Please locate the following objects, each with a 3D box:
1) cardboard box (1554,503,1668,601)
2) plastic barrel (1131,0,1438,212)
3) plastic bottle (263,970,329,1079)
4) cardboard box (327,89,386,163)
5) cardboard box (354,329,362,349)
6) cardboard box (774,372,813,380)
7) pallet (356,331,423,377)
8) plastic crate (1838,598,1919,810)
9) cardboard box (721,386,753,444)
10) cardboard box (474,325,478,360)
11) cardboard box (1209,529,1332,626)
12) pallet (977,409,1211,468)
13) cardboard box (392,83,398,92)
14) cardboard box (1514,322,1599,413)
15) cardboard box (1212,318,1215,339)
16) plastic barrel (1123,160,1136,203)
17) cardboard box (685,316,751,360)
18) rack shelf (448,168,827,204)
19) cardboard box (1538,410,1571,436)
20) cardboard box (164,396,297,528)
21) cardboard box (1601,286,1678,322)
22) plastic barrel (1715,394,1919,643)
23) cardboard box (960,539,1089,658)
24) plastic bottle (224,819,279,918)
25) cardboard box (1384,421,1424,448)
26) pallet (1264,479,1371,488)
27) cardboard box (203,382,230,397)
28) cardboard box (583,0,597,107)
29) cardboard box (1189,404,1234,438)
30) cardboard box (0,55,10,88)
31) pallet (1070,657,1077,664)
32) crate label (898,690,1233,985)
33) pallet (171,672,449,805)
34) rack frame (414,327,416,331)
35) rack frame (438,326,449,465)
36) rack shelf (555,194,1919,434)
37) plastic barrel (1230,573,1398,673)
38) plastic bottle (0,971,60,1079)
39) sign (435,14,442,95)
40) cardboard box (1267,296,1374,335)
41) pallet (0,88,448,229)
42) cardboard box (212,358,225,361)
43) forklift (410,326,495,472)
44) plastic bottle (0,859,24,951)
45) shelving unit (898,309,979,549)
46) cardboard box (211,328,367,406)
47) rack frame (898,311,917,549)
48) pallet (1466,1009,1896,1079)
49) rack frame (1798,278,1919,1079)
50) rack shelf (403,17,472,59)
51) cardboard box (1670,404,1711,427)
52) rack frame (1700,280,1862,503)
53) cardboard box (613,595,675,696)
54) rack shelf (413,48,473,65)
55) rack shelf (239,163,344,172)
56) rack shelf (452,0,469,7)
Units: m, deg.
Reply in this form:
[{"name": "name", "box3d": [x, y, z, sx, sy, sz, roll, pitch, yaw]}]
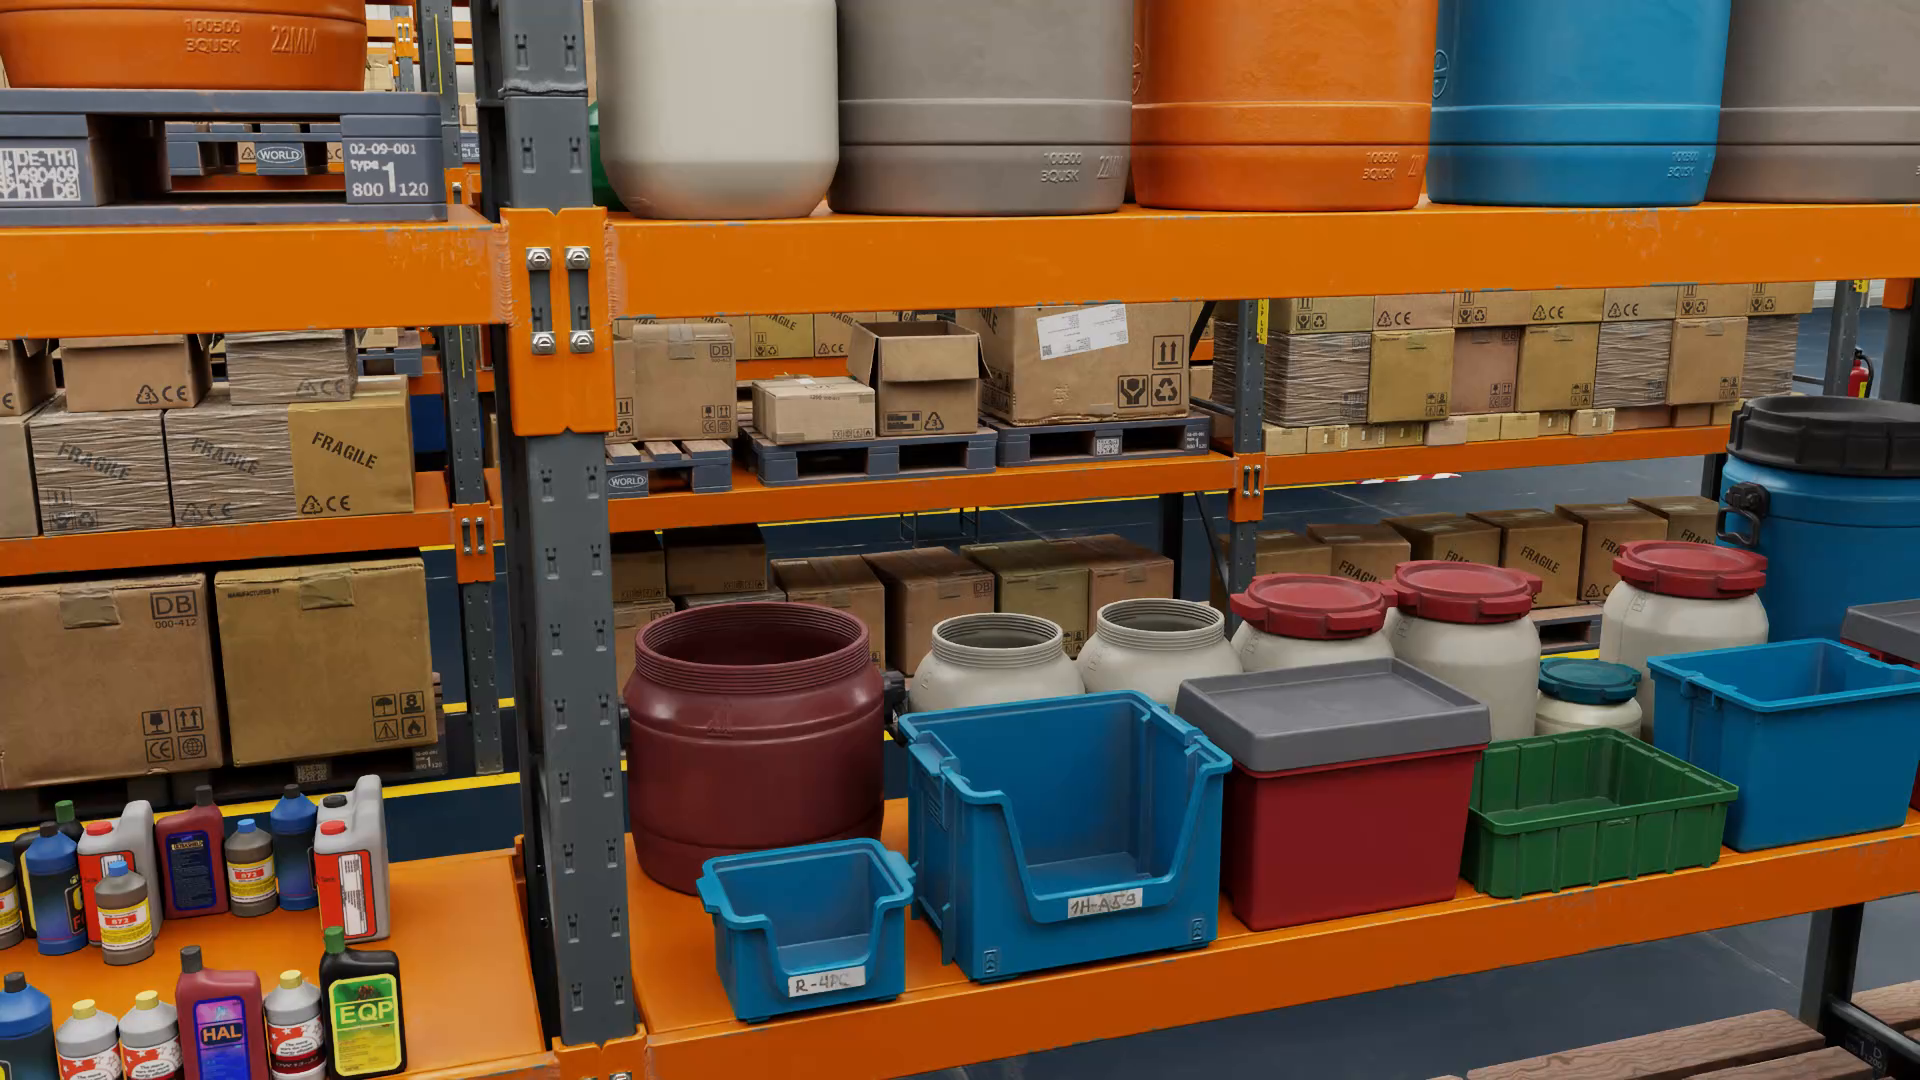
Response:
[{"name": "cardboard box", "box3d": [4.031, 0.069, 10.365, 0.500, 0.500, 0.500, -1, 13, -3]}, {"name": "plastic barrel", "box3d": [0.649, -1.090, 3.332, 0.708, 0.830, 0.600, -4, 14, -18]}, {"name": "plastic bottle", "box3d": [-1.181, 0.864, 2.956, 0.097, 0.201, 0.097, 0, 13, 0]}, {"name": "cardboard box", "box3d": [-4.345, -2.952, 11.872, 0.500, 0.500, 0.500, -4, 14, -18]}, {"name": "cardboard box", "box3d": [-4.441, -1.469, 11.971, 0.250, 0.149, 0.380, -4, 14, -18]}, {"name": "cardboard box", "box3d": [-0.904, -0.768, 8.771, 0.258, 0.266, 0.396, -5, 14, -20]}, {"name": "pallet", "box3d": [-4.526, -1.373, 12.345, 1.003, 0.211, 1.213, -4, 14, -18]}, {"name": "plastic crate", "box3d": [2.611, 0.416, 4.272, 0.583, 0.464, 0.402, -4, 14, -18]}, {"name": "cardboard box", "box3d": [-1.569, -0.811, 13.524, 0.750, 0.750, 1.050, -4, 14, -18]}, {"name": "cardboard box", "box3d": [-3.543, -1.683, 13.018, 0.500, 0.500, 0.500, -4, 14, -18]}, {"name": "cardboard box", "box3d": [1.785, 0.249, 9.607, 0.500, 0.500, 0.500, -5, 14, -20]}, {"name": "pallet", "box3d": [0.622, -0.624, 9.198, 1.213, 0.211, 1.003, -4, 14, -18]}, {"name": "cardboard box", "box3d": [-5.868, -4.273, 16.512, 0.637, 0.503, 0.797, -5, 14, -22]}, {"name": "cardboard box", "box3d": [3.253, -1.071, 9.803, 0.500, 0.500, 0.875, -4, 14, -18]}, {"name": "cardboard box", "box3d": [2.275, -2.109, 14.702, 0.550, 0.550, 0.875, -4, 14, -18]}, {"name": "plastic barrel", "box3d": [0.312, -0.897, 3.750, 0.301, 0.262, 0.301, 0, 13, 0]}, {"name": "cardboard box", "box3d": [-1.941, -1.676, 12.990, 0.500, 0.500, 0.500, -5, 14, -19]}, {"name": "rack shelf", "box3d": [-0.503, -1.703, 8.395, 4.000, 0.370, 1.077, -4, 14, -18]}, {"name": "cardboard box", "box3d": [3.332, -0.711, 9.695, 0.250, 0.149, 0.380, -4, 14, -18]}, {"name": "cardboard box", "box3d": [-3.261, -0.369, 7.495, 0.500, 0.500, 0.500, -5, 14, -19]}, {"name": "cardboard box", "box3d": [3.795, -1.547, 9.647, 0.500, 0.500, 0.500, -4, 14, -18]}, {"name": "plastic barrel", "box3d": [2.510, 0.063, 4.814, 0.708, 0.901, 0.600, -4, 14, -18]}, {"name": "cardboard box", "box3d": [0.346, 0.332, 9.216, 0.500, 0.500, 0.700, -5, 14, -18]}, {"name": "plastic bottle", "box3d": [-1.543, 0.707, 3.617, 0.097, 0.201, 0.097, 0, 13, 0]}, {"name": "cardboard box", "box3d": [2.396, -0.630, 9.352, 0.250, 0.149, 0.380, -4, 14, -18]}, {"name": "pallet", "box3d": [2.965, -0.699, 15.127, 1.213, 0.211, 1.003, -4, 14, -18]}, {"name": "cardboard box", "box3d": [-3.434, -0.480, 7.964, 0.500, 0.500, 0.500, -5, 14, -20]}, {"name": "cardboard box", "box3d": [-1.871, -2.176, 7.530, 0.500, 0.500, 0.500, -4, 14, -18]}, {"name": "cardboard box", "box3d": [1.503, -0.700, 9.646, 0.250, 0.149, 0.380, -4, 14, -18]}, {"name": "cardboard box", "box3d": [-3.744, -2.015, 7.026, 0.500, 0.500, 0.500, -4, 14, -15]}, {"name": "pallet", "box3d": [0.655, 0.673, 9.359, 1.213, 0.211, 1.003, -4, 14, -18]}, {"name": "crate label", "box3d": [0.209, 0.609, 3.526, 0.616, 0.435, 0.502, -4, 14, -18]}, {"name": "pallet", "box3d": [-3.170, 0.952, 8.185, 1.213, 0.211, 1.003, -4, 14, -18]}, {"name": "rack frame", "box3d": [-7.146, -3.708, 21.751, 0.127, 3.000, 1.000, -4, 14, -18]}, {"name": "rack frame", "box3d": [-3.884, -1.542, 12.643, 0.127, 3.000, 1.000, -4, 14, -18]}, {"name": "rack shelf", "box3d": [1.077, -0.617, 3.828, 4.000, 0.370, 1.077, -4, 14, -18]}, {"name": "plastic barrel", "box3d": [0.890, 0.387, 4.240, 0.433, 0.535, 0.433, 0, 13, 0]}, {"name": "plastic bottle", "box3d": [-1.584, 0.862, 2.816, 0.097, 0.271, 0.097, 0, 13, 0]}, {"name": "sign", "box3d": [-2.229, -2.073, 7.107, 0.005, 0.325, 0.100, -4, 14, -18]}, {"name": "cardboard box", "box3d": [1.900, -1.399, 9.022, 0.500, 0.500, 0.500, -4, 14, -18]}, {"name": "pallet", "box3d": [-1.575, -0.693, 2.999, 1.213, 0.211, 1.003, -4, 14, -18]}, {"name": "cardboard box", "box3d": [-7.087, -1.693, 16.962, 0.875, 0.875, 0.875, -4, 14, -17]}, {"name": "forklift", "box3d": [-3.970, -2.105, 15.160, 3.031, 2.935, 1.130, -6, 15, -23]}, {"name": "plastic bottle", "box3d": [-2.015, 0.744, 3.462, 0.097, 0.201, 0.097, 0, 13, 0]}, {"name": "shelving unit", "box3d": [-0.157, -1.009, 12.348, 0.503, 2.100, 0.431, -4, 14, -18]}, {"name": "cardboard box", "box3d": [-3.096, -0.933, 7.698, 0.637, 0.503, 0.797, -4, 14, -16]}, {"name": "rack frame", "box3d": [-0.388, -0.991, 12.273, 0.015, 2.100, 0.400, -4, 14, -18]}, {"name": "pallet", "box3d": [2.241, 1.768, 4.755, 1.213, 0.211, 1.003, -4, 14, -18]}, {"name": "rack frame", "box3d": [2.972, 0.345, 4.712, 0.127, 3.000, 1.000, -4, 14, -18]}, {"name": "rack shelf", "box3d": [-3.663, -5.142, 17.231, 4.000, 0.370, 1.077, -4, 14, -18]}, {"name": "cardboard box", "box3d": [4.280, -0.785, 10.005, 0.250, 0.149, 0.380, -4, 14, -18]}, {"name": "rack frame", "box3d": [5.184, -1.037, 10.520, 0.127, 3.000, 1.000, -4, 14, -18]}, {"name": "cardboard box", "box3d": [-1.770, 0.502, 8.502, 0.500, 0.500, 0.700, -5, 14, -21]}, {"name": "rack shelf", "box3d": [-5.250, -6.230, 21.807, 4.000, 0.370, 1.077, -4, 14, -18]}, {"name": "rack shelf", "box3d": [-5.780, -2.503, 11.758, 4.000, 0.370, 1.077, -4, 14, -18]}, {"name": "rack shelf", "box3d": [-1.989, -4.063, 12.698, 4.000, 0.370, 1.077, -4, 14, -18]}]
